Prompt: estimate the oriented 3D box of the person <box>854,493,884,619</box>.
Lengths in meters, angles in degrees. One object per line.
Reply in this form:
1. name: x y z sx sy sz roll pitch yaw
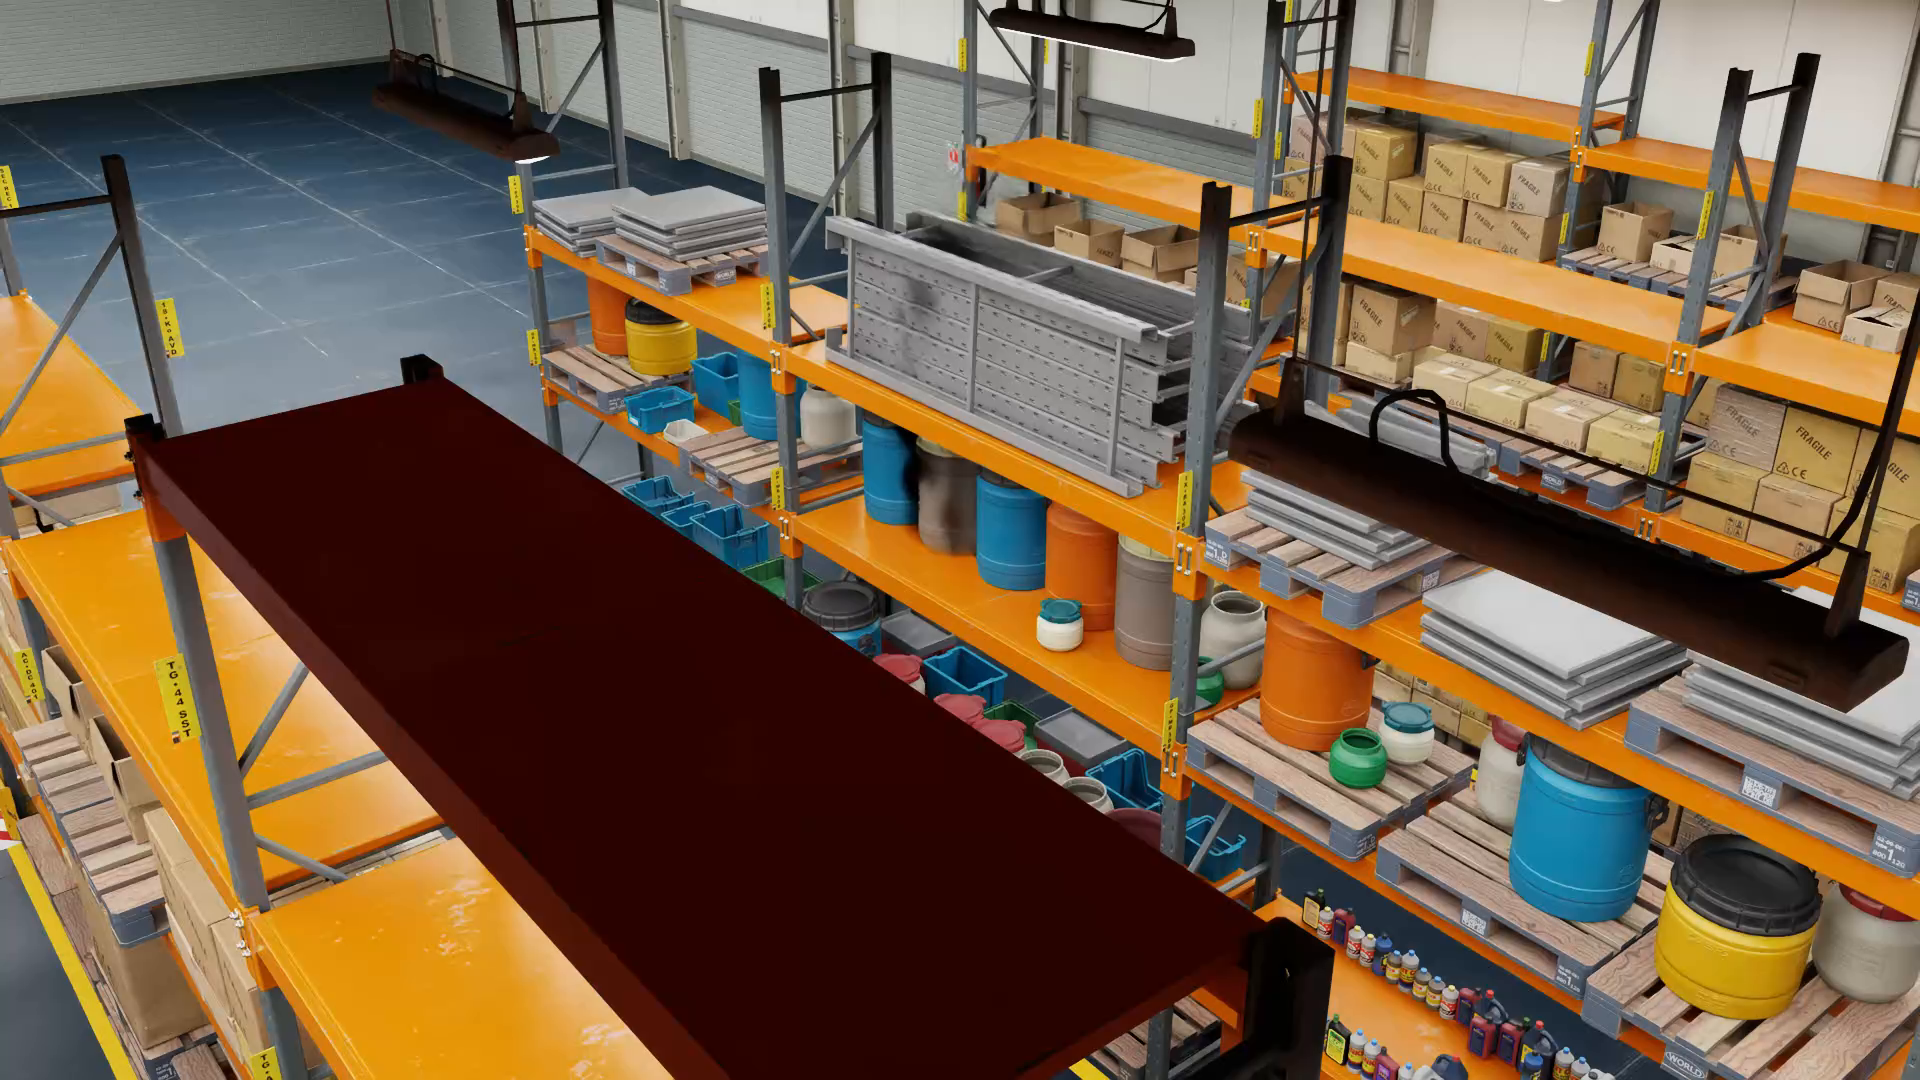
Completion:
1. person: -0.818 0.298 15.724 0.712 1.639 0.596 23 34 39
